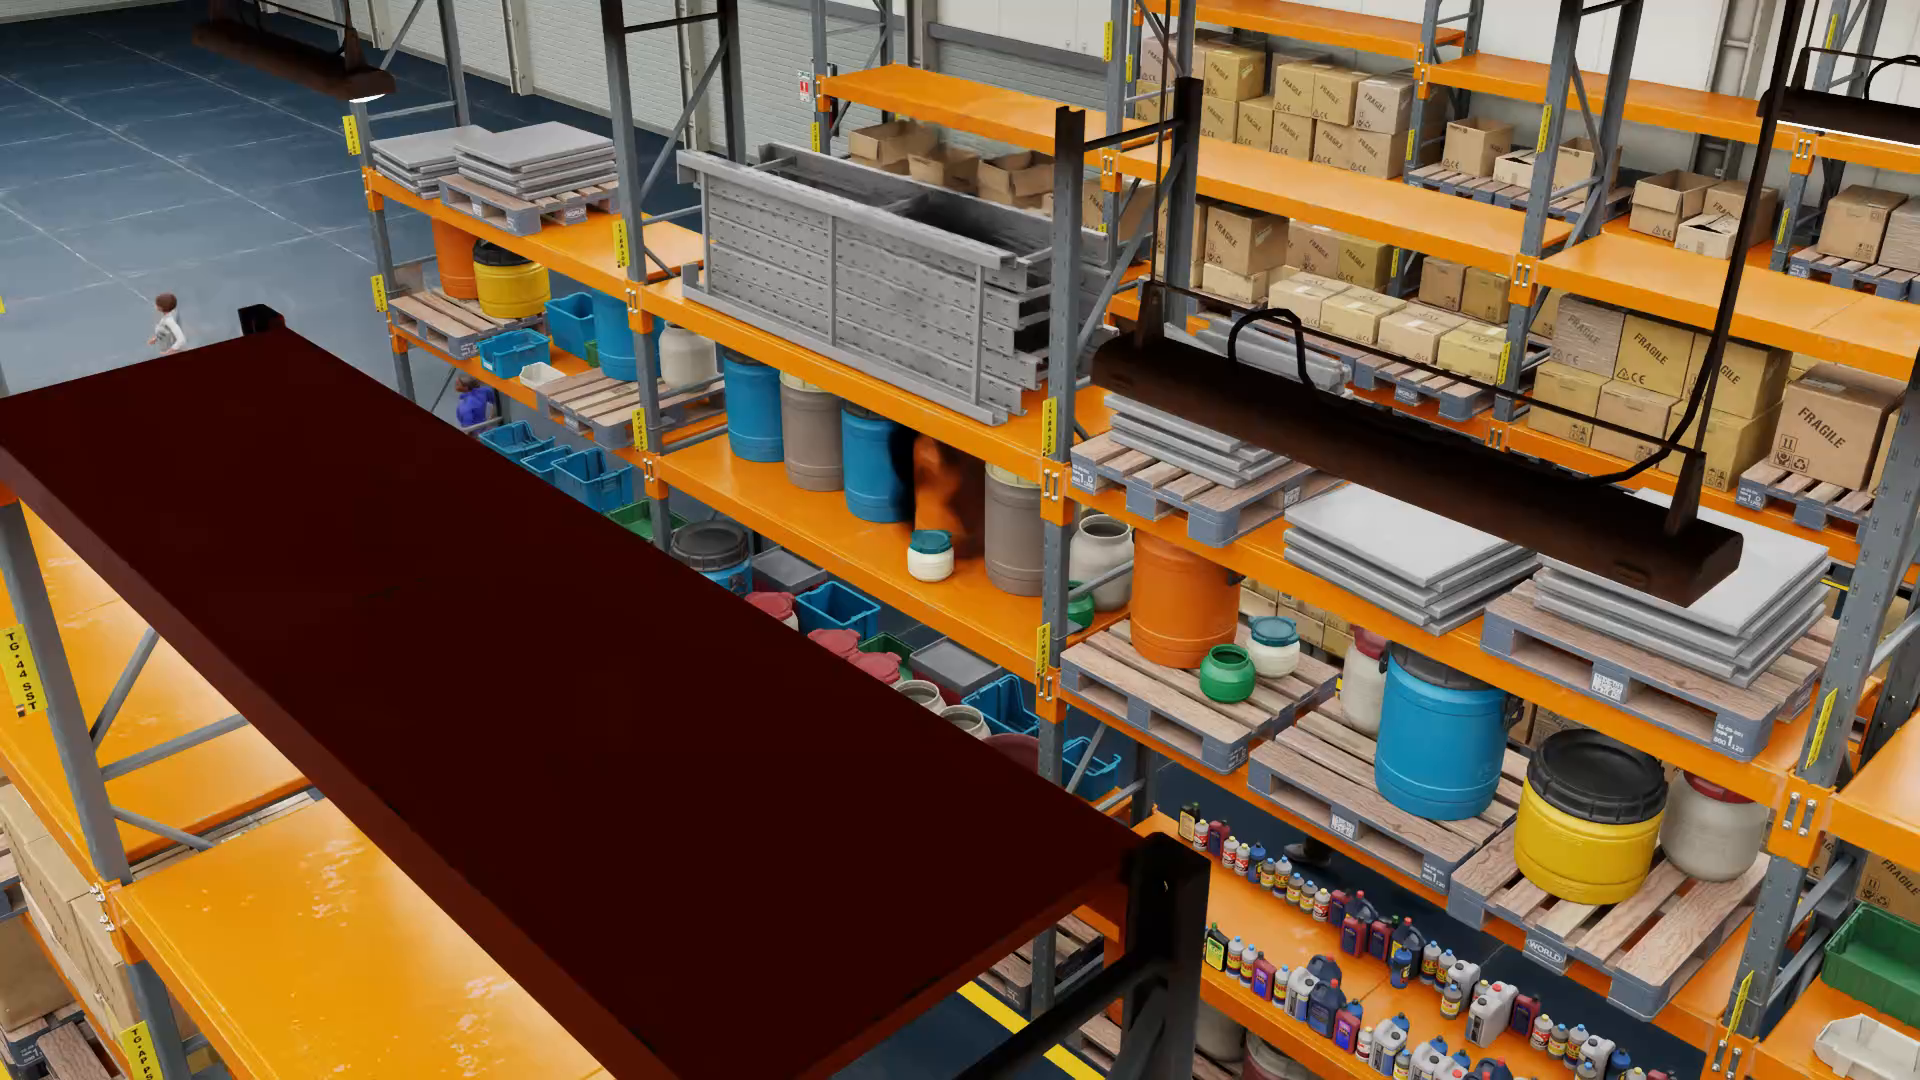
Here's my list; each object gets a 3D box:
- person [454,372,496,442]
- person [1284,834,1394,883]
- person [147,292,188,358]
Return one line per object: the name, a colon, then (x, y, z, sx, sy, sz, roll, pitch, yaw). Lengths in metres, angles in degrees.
person: (-4.959, -1.017, 17.057, 0.575, 1.625, 0.624, 0, 28, 0)
person: (2.866, 1.693, 11.814, 1.042, 1.771, 0.690, 22, 35, 35)
person: (-8.976, -2.104, 19.133, 0.719, 1.558, 0.548, -9, 30, -17)
